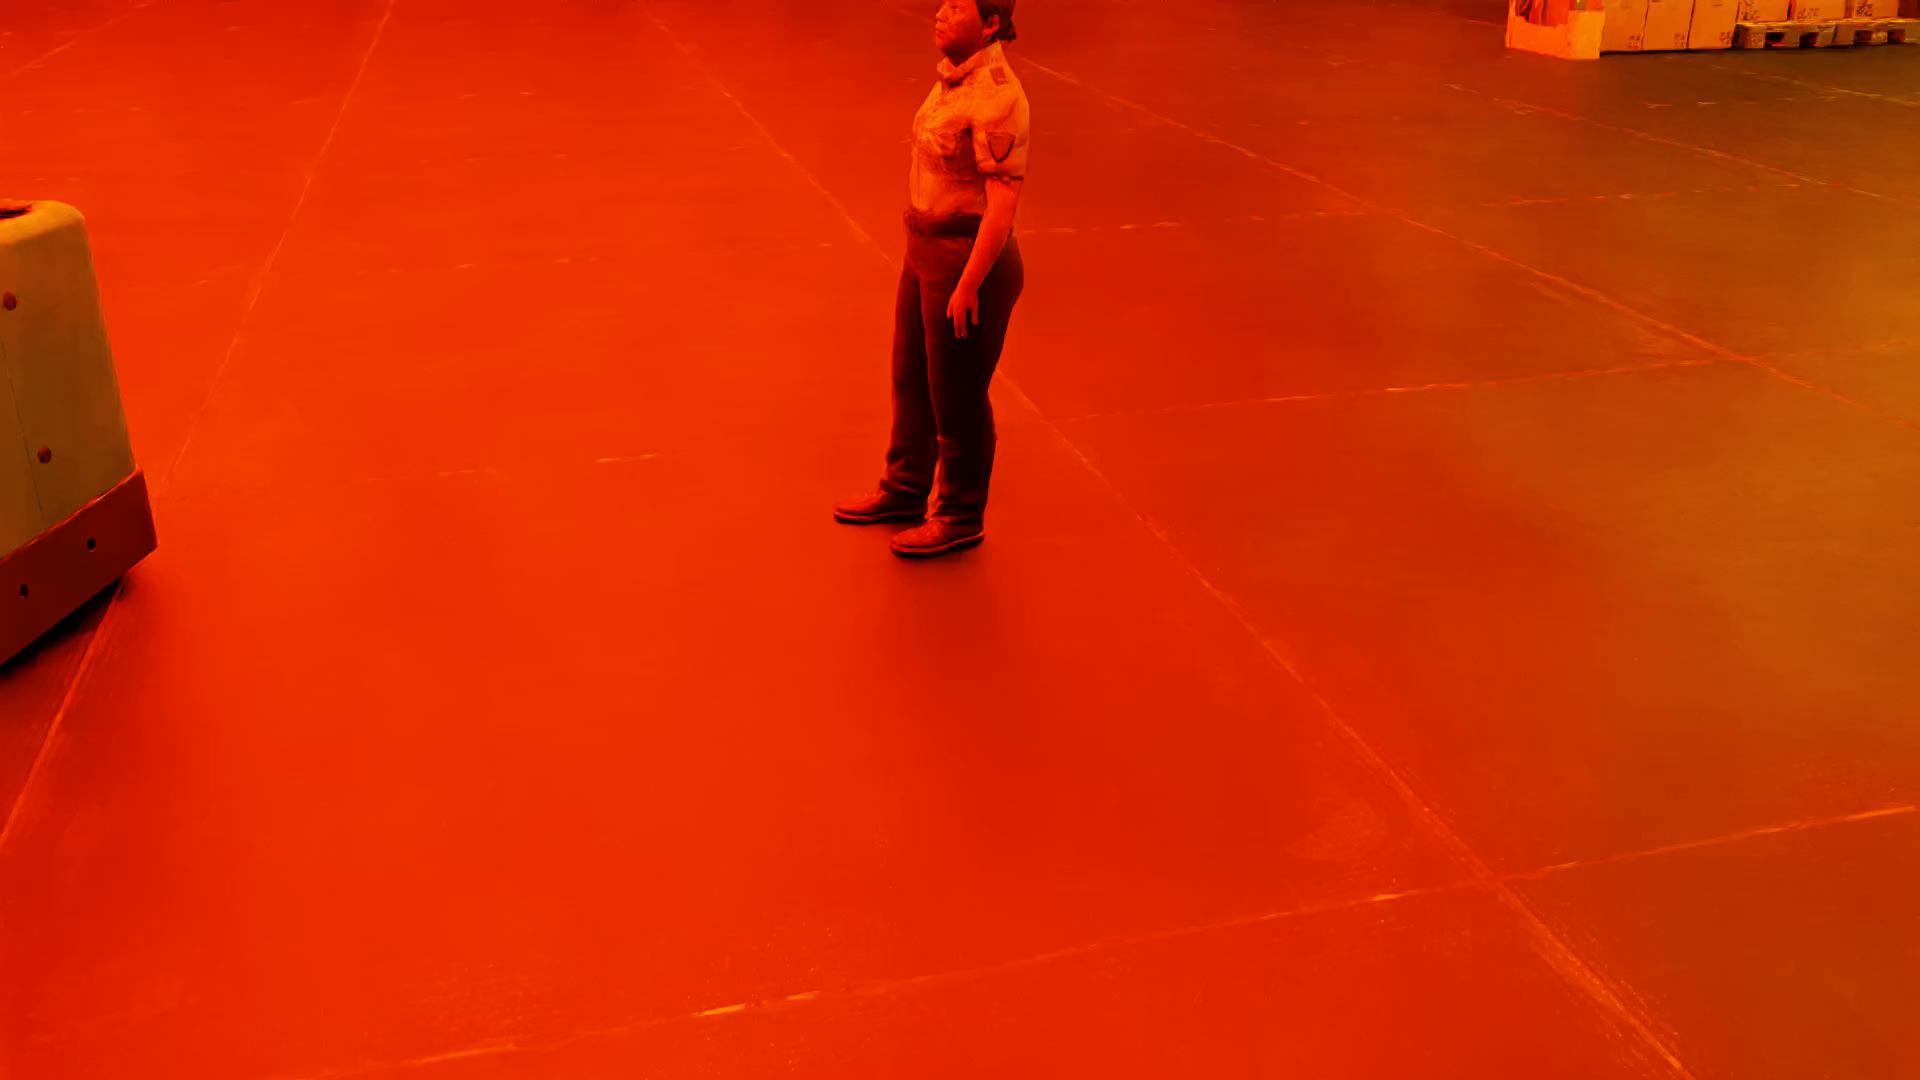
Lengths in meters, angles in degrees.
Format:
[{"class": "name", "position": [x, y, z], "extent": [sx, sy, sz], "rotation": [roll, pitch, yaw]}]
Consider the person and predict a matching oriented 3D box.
[{"class": "person", "position": [-0.093, -0.764, 4.726], "extent": [0.502, 1.650, 0.599], "rotation": [-6, 24, -14]}]

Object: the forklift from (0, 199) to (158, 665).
[{"class": "forklift", "position": [-3.870, -1.136, 3.980], "extent": [3.031, 2.935, 1.130], "rotation": [2, 23, 4]}]
